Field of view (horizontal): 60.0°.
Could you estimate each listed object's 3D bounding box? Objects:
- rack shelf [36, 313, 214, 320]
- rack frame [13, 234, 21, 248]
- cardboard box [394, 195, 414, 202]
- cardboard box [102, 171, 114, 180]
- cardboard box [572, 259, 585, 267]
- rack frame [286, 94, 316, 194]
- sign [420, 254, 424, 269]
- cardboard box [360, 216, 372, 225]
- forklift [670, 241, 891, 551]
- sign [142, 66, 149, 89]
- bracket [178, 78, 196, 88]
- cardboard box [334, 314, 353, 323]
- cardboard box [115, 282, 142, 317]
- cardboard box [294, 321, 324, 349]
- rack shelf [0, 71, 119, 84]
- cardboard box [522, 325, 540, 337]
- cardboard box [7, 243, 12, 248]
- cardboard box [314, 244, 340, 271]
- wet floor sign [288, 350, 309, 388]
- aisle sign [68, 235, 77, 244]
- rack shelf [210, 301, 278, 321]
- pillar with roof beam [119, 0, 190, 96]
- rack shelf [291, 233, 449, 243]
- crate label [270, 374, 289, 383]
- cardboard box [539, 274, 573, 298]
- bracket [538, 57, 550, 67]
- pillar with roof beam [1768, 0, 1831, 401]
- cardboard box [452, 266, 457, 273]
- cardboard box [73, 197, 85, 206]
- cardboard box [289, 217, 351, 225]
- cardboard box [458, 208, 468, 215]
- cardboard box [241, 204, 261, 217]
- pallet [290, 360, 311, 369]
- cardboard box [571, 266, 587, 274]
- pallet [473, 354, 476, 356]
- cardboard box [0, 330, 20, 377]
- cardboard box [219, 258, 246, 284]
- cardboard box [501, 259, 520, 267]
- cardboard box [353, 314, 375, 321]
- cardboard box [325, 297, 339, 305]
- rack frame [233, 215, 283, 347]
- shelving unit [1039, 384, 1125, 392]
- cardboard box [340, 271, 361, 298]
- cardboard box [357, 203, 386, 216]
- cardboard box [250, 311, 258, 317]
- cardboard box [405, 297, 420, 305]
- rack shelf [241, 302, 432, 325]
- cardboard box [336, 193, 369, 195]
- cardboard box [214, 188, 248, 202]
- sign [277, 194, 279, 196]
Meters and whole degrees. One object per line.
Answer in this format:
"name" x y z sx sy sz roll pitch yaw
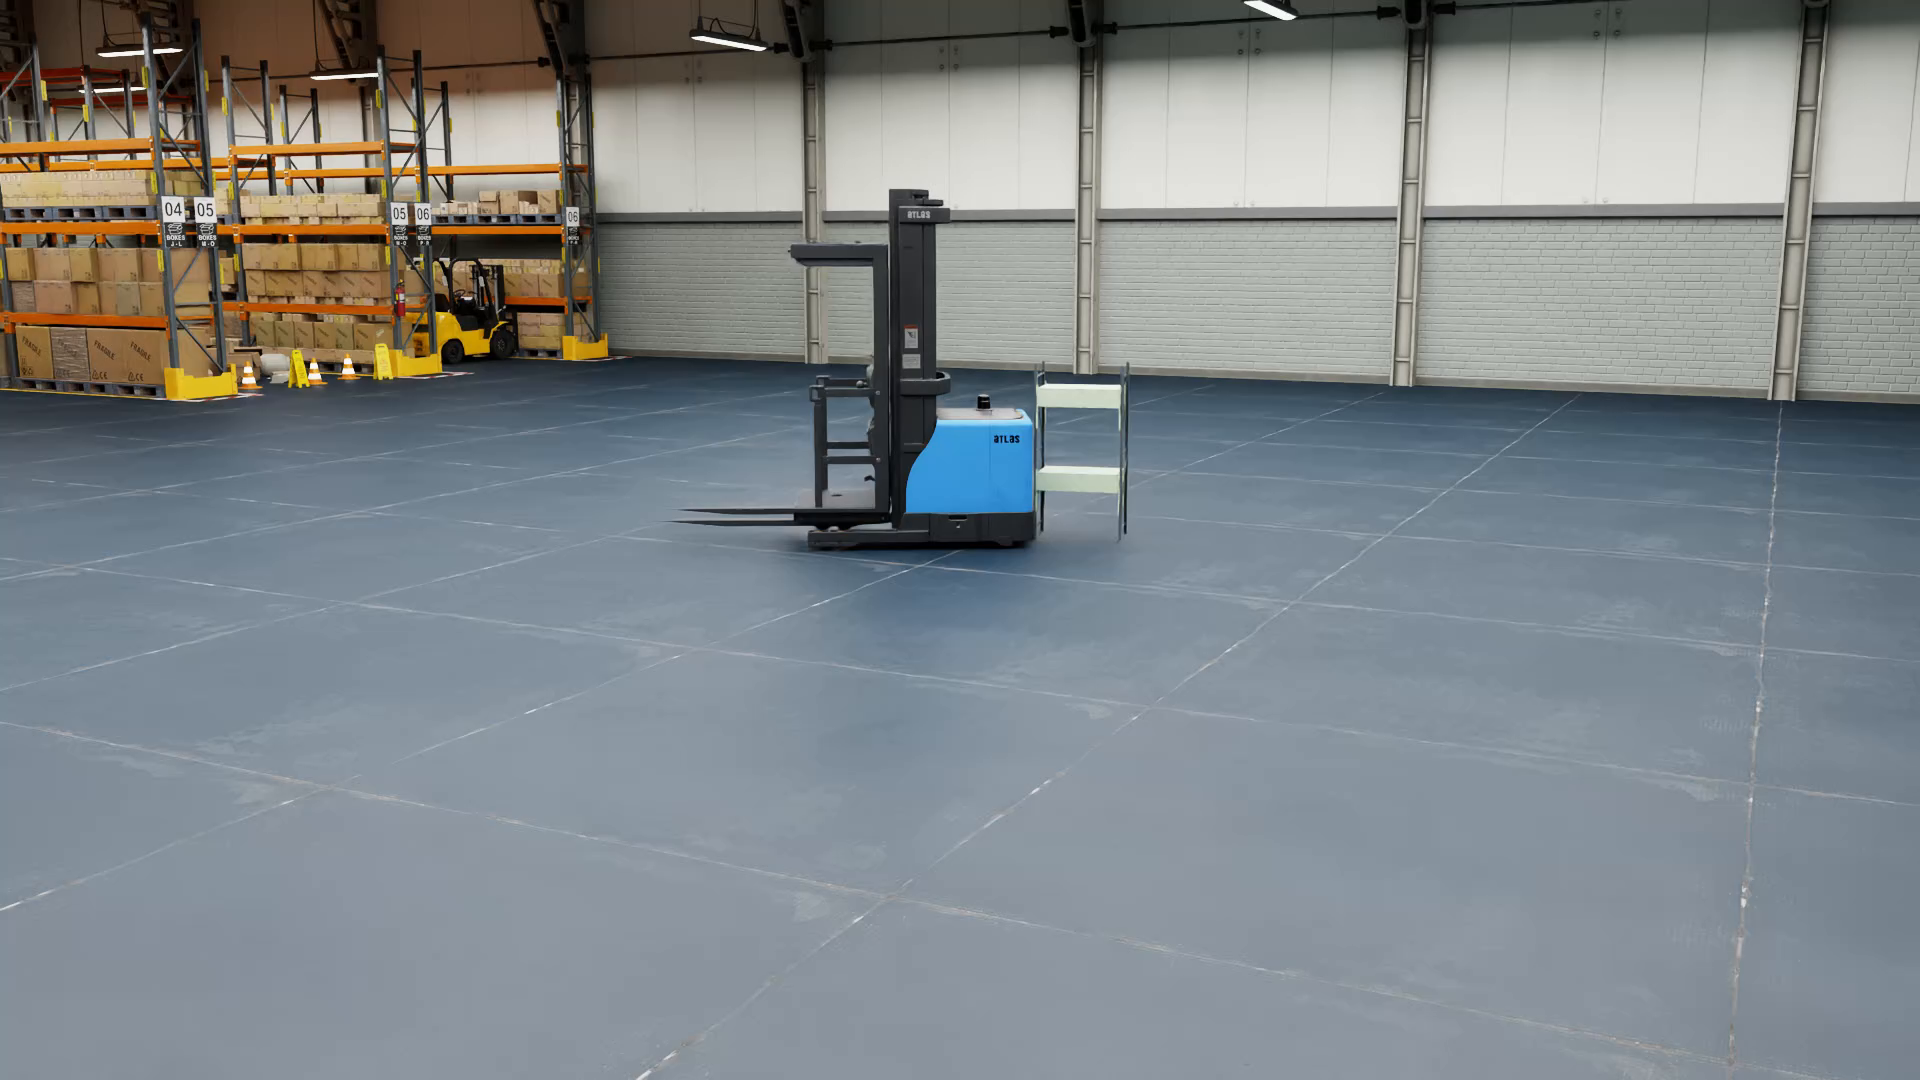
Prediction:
"rack shelf" -14.210 -3.763 27.868 3.809 0.052 0.919 5 11 26
"rack frame" -21.078 -5.572 36.594 0.127 3.000 1.000 5 11 26
"cardboard box" -10.545 -6.432 31.388 0.250 0.149 0.380 5 11 25
"cardboard box" -13.554 -5.861 26.775 0.250 0.149 0.380 5 12 27
"cardboard box" -8.330 -5.995 35.992 0.250 0.149 0.380 5 11 25
"rack frame" -15.299 -9.001 38.697 0.053 2.616 0.949 5 11 26
"sign" -11.942 -6.178 36.913 0.005 0.325 0.100 5 11 26
"cardboard box" -10.998 -5.976 31.112 0.250 0.149 0.380 5 11 26
"forklift" -1.345 -1.349 14.009 2.170 2.733 1.118 0 10 -2
"sign" -12.669 -7.193 25.860 0.005 0.325 0.100 5 11 26
"bracket" -18.896 -11.198 40.725 0.430 0.232 0.235 5 11 26
"cardboard box" -11.733 -4.228 31.783 0.250 0.149 0.380 5 12 27
"cardboard box" -13.272 -3.963 27.285 0.550 0.550 0.875 5 11 26
"cardboard box" -12.545 -3.993 32.306 0.500 0.500 0.500 6 12 29
"rack shelf" -19.284 -9.718 34.944 3.687 0.071 0.831 5 11 26
"cardboard box" -9.143 -4.549 36.078 0.500 0.250 0.500 5 11 25
"cardboard box" -21.246 -6.499 36.804 0.250 0.149 0.380 5 11 25
"cardboard box" -11.825 -5.384 31.632 0.500 0.500 0.700 5 11 25
"wet floor sign" -11.514 -2.983 28.901 0.232 0.644 0.267 3 11 16
"aisle sign" -22.663 -7.918 42.256 0.004 0.787 0.394 5 11 26
"rack shelf" -15.697 -4.745 34.045 4.000 0.370 1.077 5 11 26
"pillar with roof beam" -21.100 -11.756 37.037 0.548 2.987 8.718 5 11 26
"rack shelf" -13.504 -7.014 38.160 4.000 0.370 1.077 5 11 26
"crate label" -12.192 -2.893 29.833 0.298 0.136 0.250 -1 10 -4
"cardboard box" -8.681 -5.465 35.724 0.500 0.500 0.500 5 11 25
"bracket" -8.878 -10.317 35.862 0.430 0.232 0.235 5 11 26
"pillar with roof beam" 11.269 -5.991 22.066 0.400 9.000 9.100 5 11 26
"cardboard box" -11.062 -5.999 36.855 0.250 0.149 0.380 5 11 26
"cardboard box" -14.232 -5.528 27.176 0.250 0.149 0.380 5 11 27
"cardboard box" -12.014 -6.074 31.651 1.532 0.149 0.479 5 11 25
"cardboard box" -10.753 -7.198 36.403 0.250 0.149 0.380 5 12 28
"cardboard box" -13.630 -6.412 32.397 0.500 0.250 0.500 5 11 25
"pallet" -13.286 -3.522 33.098 1.213 0.211 1.003 5 11 26
"cardboard box" -8.313 -5.856 36.061 0.250 0.149 0.380 5 11 24
"pallet" -11.016 -4.293 37.357 1.213 0.211 1.003 5 11 26
"cardboard box" -16.600 -3.277 29.052 0.750 0.750 1.050 5 11 26
"cardboard box" -14.420 -5.343 33.036 0.500 0.500 0.500 5 11 25
"cardboard box" -9.727 -6.013 36.095 0.250 0.149 0.380 5 12 27
"cardboard box" -13.551 -4.933 38.554 0.625 0.625 0.875 5 11 23
"cardboard box" -11.925 -4.587 31.860 0.250 0.149 0.380 5 11 25
"rack frame" -13.904 -4.941 33.110 0.127 3.000 1.000 5 11 26
"shelving unit" 1.038 -1.278 14.139 0.686 0.052 0.368 2 11 12
"cardboard box" -11.372 -4.861 31.549 0.500 0.500 0.500 5 11 26
"cardboard box" -10.895 -6.172 31.074 0.500 0.250 0.500 5 11 25
"cardboard box" -16.769 -5.436 39.861 0.250 0.149 0.380 5 11 25
"cardboard box" -10.530 -4.562 31.722 0.250 0.149 0.380 5 11 26
"rack shelf" -12.110 -4.430 32.304 4.000 0.370 1.077 5 11 26
"cardboard box" -13.843 -7.655 37.938 0.500 0.500 0.500 5 12 27
"cardboard box" -14.480 -6.822 32.915 0.500 0.250 0.500 5 12 27
"sign" -13.670 -6.759 33.279 0.005 0.325 0.100 5 11 26
